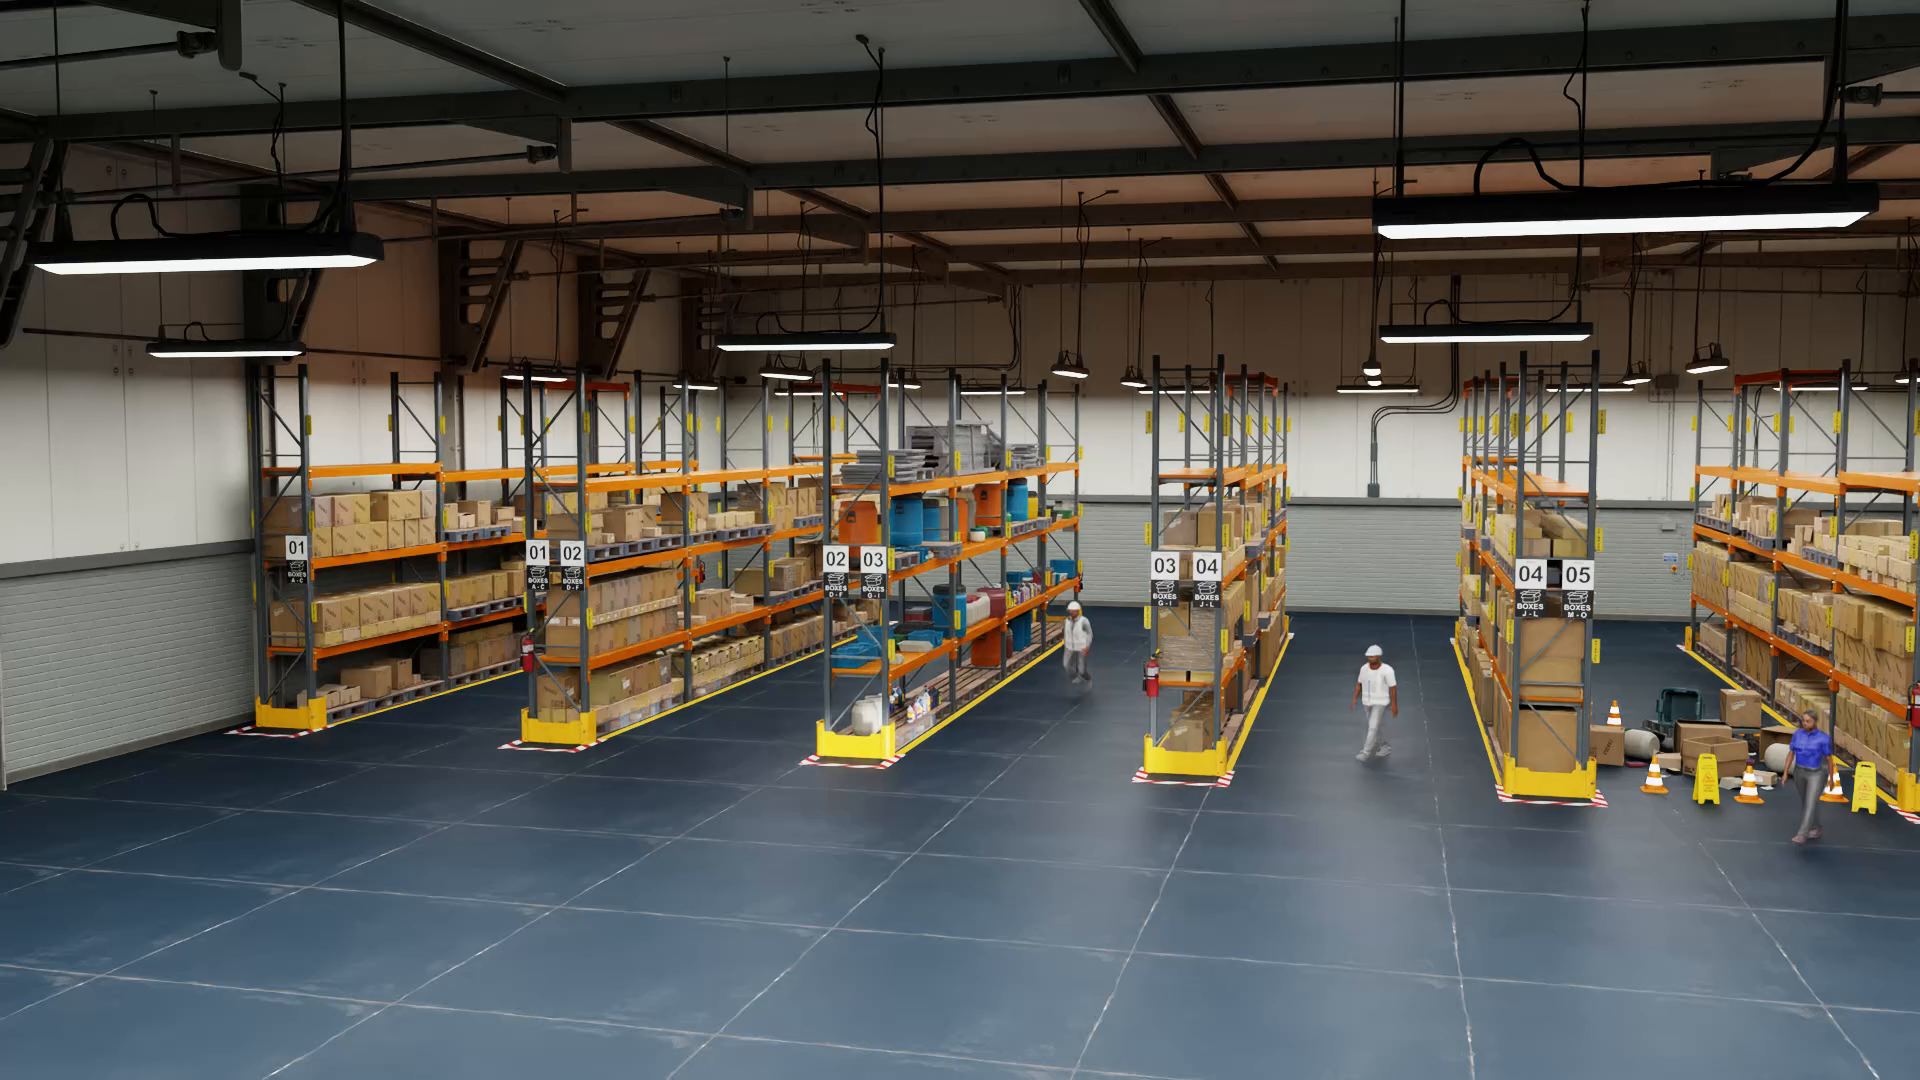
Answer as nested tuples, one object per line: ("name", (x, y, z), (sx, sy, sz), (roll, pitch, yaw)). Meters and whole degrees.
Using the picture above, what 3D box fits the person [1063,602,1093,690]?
("person", (2.171, 1.942, 30.467), (0.602, 1.653, 0.742), (2, 5, 31))

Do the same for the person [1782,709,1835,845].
("person", (10.082, 2.815, 19.834), (1.045, 1.595, 0.474), (-3, 5, -34))

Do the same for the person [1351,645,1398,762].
("person", (6.111, 2.418, 24.738), (1.060, 1.702, 0.600), (-3, 5, -34))
